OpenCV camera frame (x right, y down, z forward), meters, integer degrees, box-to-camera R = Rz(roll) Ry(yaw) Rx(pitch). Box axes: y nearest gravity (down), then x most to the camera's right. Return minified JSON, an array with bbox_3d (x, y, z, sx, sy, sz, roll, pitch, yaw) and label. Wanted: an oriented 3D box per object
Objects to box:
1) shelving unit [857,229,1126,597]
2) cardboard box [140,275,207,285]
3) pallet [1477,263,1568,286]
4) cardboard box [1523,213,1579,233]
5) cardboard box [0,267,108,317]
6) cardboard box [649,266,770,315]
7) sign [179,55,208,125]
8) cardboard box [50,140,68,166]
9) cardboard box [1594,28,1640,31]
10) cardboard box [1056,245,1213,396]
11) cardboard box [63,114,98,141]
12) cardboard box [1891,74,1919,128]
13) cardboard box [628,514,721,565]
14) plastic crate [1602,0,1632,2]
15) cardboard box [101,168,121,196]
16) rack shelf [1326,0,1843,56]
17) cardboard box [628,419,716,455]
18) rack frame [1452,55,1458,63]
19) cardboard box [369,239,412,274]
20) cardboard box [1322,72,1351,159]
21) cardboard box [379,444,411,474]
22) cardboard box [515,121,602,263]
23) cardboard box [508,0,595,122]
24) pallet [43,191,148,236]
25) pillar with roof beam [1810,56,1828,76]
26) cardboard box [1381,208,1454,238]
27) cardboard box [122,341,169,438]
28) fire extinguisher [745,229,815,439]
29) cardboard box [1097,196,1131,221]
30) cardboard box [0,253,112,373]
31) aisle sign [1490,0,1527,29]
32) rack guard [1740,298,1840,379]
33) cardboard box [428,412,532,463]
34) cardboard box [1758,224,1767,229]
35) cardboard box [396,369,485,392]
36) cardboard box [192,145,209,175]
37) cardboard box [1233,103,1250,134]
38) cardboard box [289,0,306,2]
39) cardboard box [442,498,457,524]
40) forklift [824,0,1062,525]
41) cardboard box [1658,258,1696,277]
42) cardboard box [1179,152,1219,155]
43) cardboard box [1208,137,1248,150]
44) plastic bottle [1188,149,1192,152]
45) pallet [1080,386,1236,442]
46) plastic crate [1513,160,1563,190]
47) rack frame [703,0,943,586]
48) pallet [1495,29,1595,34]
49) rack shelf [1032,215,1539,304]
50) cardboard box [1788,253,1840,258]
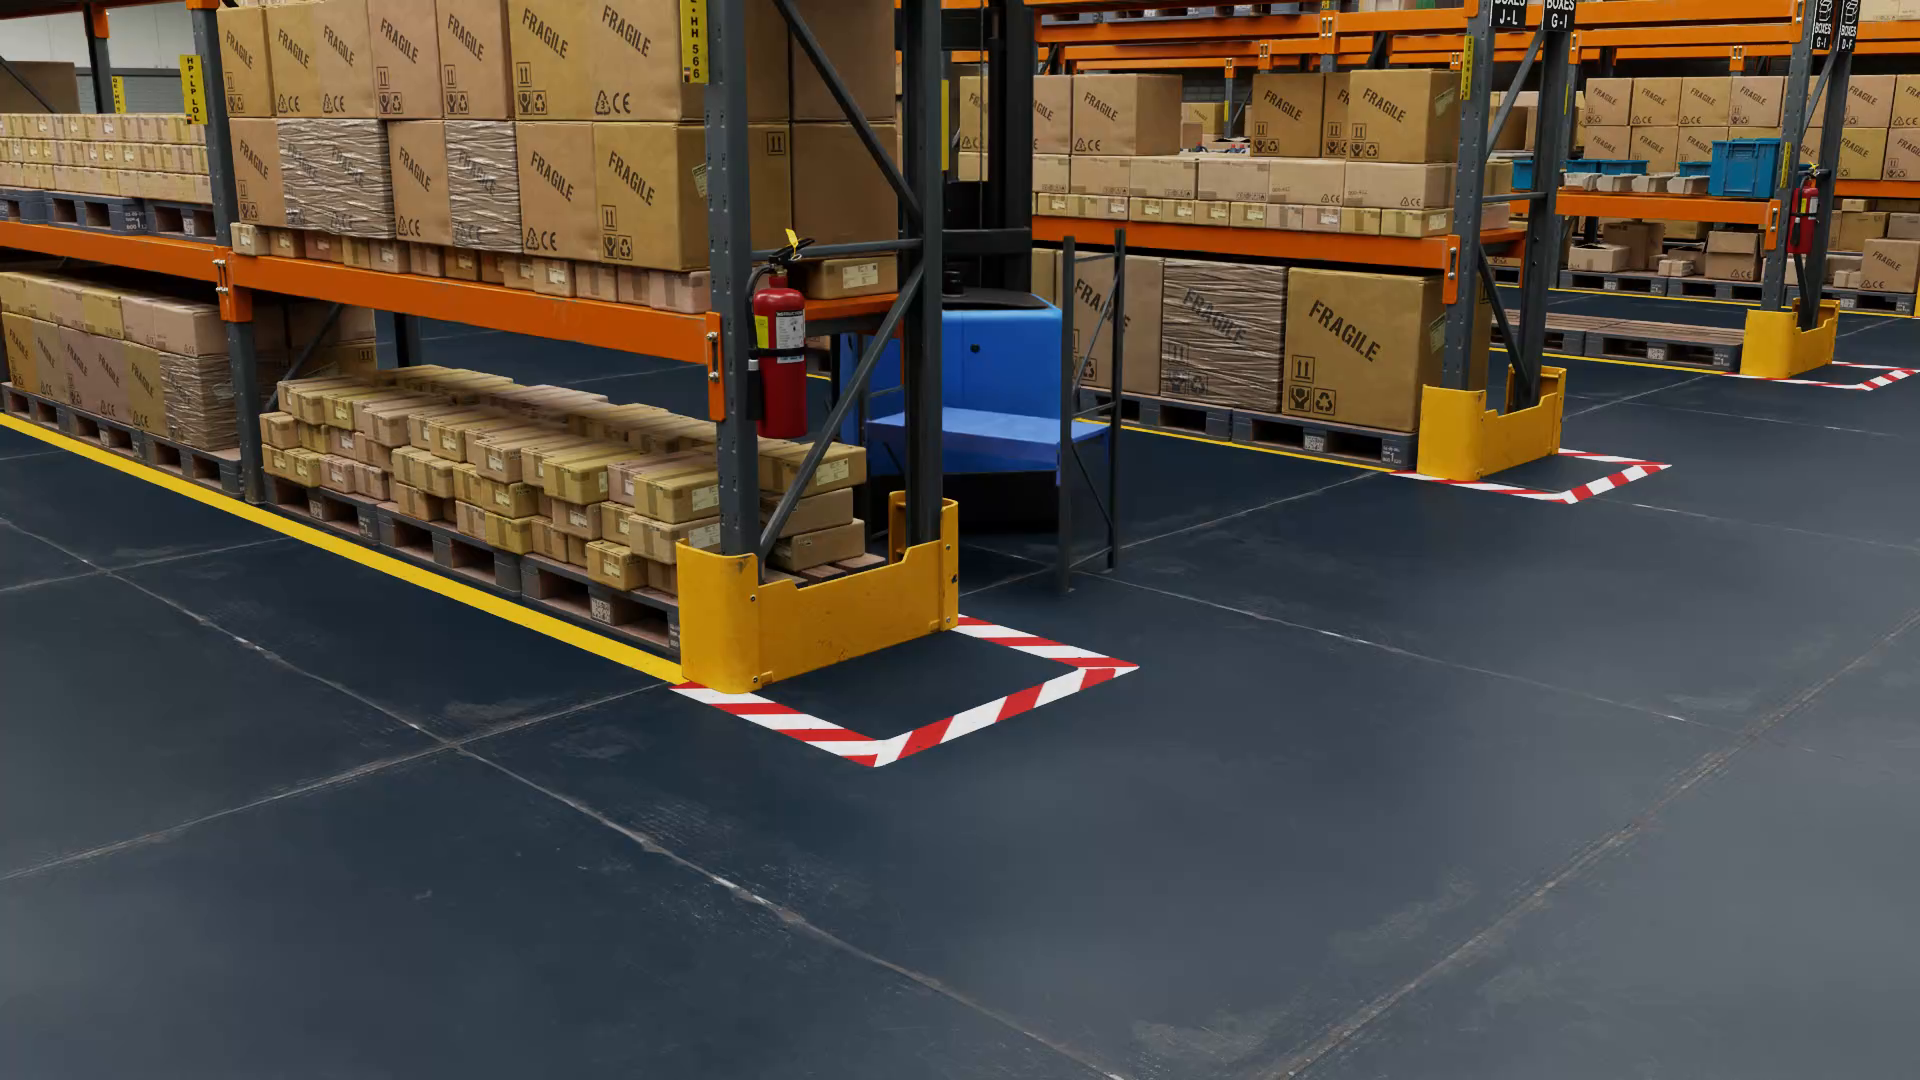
[{"bbox_3d":[0.126,-0.609,7.295,1.048,1.500,0.538,9,17,31],"label":"shelving unit"},{"bbox_3d":[-4.814,-1.530,10.493,0.500,0.250,0.500,-14,20,-43],"label":"cardboard box"},{"bbox_3d":[6.447,-3.190,19.757,1.213,0.211,1.003,14,20,42],"label":"pallet"},{"bbox_3d":[8.680,-4.860,24.065,0.750,0.750,0.750,14,20,42],"label":"cardboard box"},{"bbox_3d":[-5.886,-1.616,10.822,0.500,0.250,0.500,13,19,40],"label":"cardboard box"},{"bbox_3d":[-0.886,-0.908,5.967,0.250,0.149,0.380,14,20,42],"label":"cardboard box"},{"bbox_3d":[-3.718,-2.183,8.065,0.005,0.325,0.100,14,20,42],"label":"sign"},{"bbox_3d":[-5.254,-2.348,10.068,0.250,0.149,0.380,14,20,42],"label":"cardboard box"},{"bbox_3d":[7.237,-5.653,18.027,0.500,0.250,0.500,14,20,42],"label":"cardboard box"},{"bbox_3d":[1.248,-1.494,11.098,0.875,0.875,0.875,14,20,42],"label":"cardboard box"},{"bbox_3d":[-5.069,-2.448,9.863,0.380,0.149,0.250,-14,20,-42],"label":"cardboard box"},{"bbox_3d":[9.427,-4.264,16.167,0.500,0.500,0.500,13,20,42],"label":"cardboard box"},{"bbox_3d":[-1.034,-0.032,6.338,0.250,0.149,0.380,13,19,41],"label":"cardboard box"},{"bbox_3d":[5.589,-4.544,13.598,0.767,0.338,0.504,14,20,42],"label":"plastic crate"},{"bbox_3d":[-4.698,-2.067,9.580,0.380,0.149,0.250,-13,20,-42],"label":"cardboard box"},{"bbox_3d":[5.058,-4.259,13.807,4.000,0.370,1.077,14,20,42],"label":"rack shelf"},{"bbox_3d":[-1.207,-0.411,7.202,0.250,0.149,0.380,12,19,40],"label":"cardboard box"},{"bbox_3d":[7.615,-6.004,25.025,0.127,3.000,1.000,14,20,42],"label":"rack frame"},{"bbox_3d":[-2.376,-1.272,7.363,0.380,0.149,0.250,-13,20,-42],"label":"cardboard box"},{"bbox_3d":[2.542,-2.561,10.034,0.500,0.500,0.500,13,19,41],"label":"cardboard box"},{"bbox_3d":[-2.477,-0.406,7.772,0.380,0.149,0.250,-13,20,-42],"label":"cardboard box"},{"bbox_3d":[-1.325,-1.339,6.335,0.500,0.500,0.500,13,20,41],"label":"cardboard box"},{"bbox_3d":[-1.322,-1.824,6.211,0.500,0.500,0.500,13,19,40],"label":"cardboard box"},{"bbox_3d":[-4.761,-1.992,10.010,1.213,0.211,1.003,14,20,42],"label":"pallet"},{"bbox_3d":[8.611,-7.460,18.716,0.400,9.000,9.100,14,20,42],"label":"pillar with roof beam"},{"bbox_3d":[2.575,-1.788,9.342,0.380,0.149,0.250,-14,20,-43],"label":"cardboard box"},{"bbox_3d":[-4.412,-0.891,9.528,0.500,0.500,0.500,13,19,41],"label":"cardboard box"},{"bbox_3d":[-0.595,-0.678,5.479,0.183,0.674,0.296,14,20,42],"label":"fire extinguisher"},{"bbox_3d":[1.096,-2.146,10.718,0.250,0.149,0.380,14,20,43],"label":"cardboard box"},{"bbox_3d":[-6.590,-1.662,11.989,0.750,0.750,1.050,13,20,41],"label":"cardboard box"},{"bbox_3d":[2.904,-3.098,8.715,0.004,0.787,0.394,14,20,42],"label":"aisle sign"},{"bbox_3d":[6.524,-1.594,13.059,0.348,0.500,1.175,14,20,42],"label":"rack guard"},{"bbox_3d":[-2.124,-0.460,7.388,0.250,0.149,0.380,14,20,42],"label":"cardboard box"},{"bbox_3d":[10.962,-4.148,22.027,0.500,0.500,0.700,14,20,43],"label":"cardboard box"},{"bbox_3d":[-2.687,-0.783,8.630,0.250,0.149,0.380,14,20,43],"label":"cardboard box"},{"bbox_3d":[-3.759,-1.983,8.671,0.380,0.149,0.250,-14,20,-42],"label":"cardboard box"},{"bbox_3d":[4.542,-7.124,28.095,0.500,0.500,0.500,13,19,41],"label":"cardboard box"},{"bbox_3d":[-6.965,-5.813,17.850,0.380,0.149,0.250,-13,20,-42],"label":"cardboard box"},{"bbox_3d":[-2.092,-0.174,7.472,0.380,0.149,0.250,-14,20,-43],"label":"cardboard box"},{"bbox_3d":[-0.193,-1.813,9.077,1.130,2.935,3.031,-2,15,-8],"label":"forklift"},{"bbox_3d":[7.841,-2.984,18.181,0.250,0.166,0.380,14,20,42],"label":"cardboard box"},{"bbox_3d":[1.422,-2.469,11.166,0.500,0.250,0.500,-14,20,-43],"label":"cardboard box"},{"bbox_3d":[3.670,-5.253,22.319,0.500,0.311,0.500,13,20,42],"label":"cardboard box"},{"bbox_3d":[2.336,-3.889,17.140,0.133,0.283,0.061,14,20,42],"label":"plastic bottle"},{"bbox_3d":[1.556,-0.896,10.954,1.213,0.211,1.003,14,20,42],"label":"pallet"},{"bbox_3d":[4.841,-3.067,13.965,0.300,0.233,0.416,14,20,42],"label":"plastic crate"},{"bbox_3d":[-0.456,-1.024,5.913,0.127,3.000,1.000,14,20,42],"label":"rack frame"},{"bbox_3d":[6.638,-5.892,19.018,1.003,0.211,1.213,14,20,42],"label":"pallet"},{"bbox_3d":[1.620,-1.909,10.734,4.000,0.370,1.077,14,20,42],"label":"rack shelf"},{"bbox_3d":[9.024,-2.908,17.724,0.500,0.250,0.500,14,20,42],"label":"cardboard box"}]
